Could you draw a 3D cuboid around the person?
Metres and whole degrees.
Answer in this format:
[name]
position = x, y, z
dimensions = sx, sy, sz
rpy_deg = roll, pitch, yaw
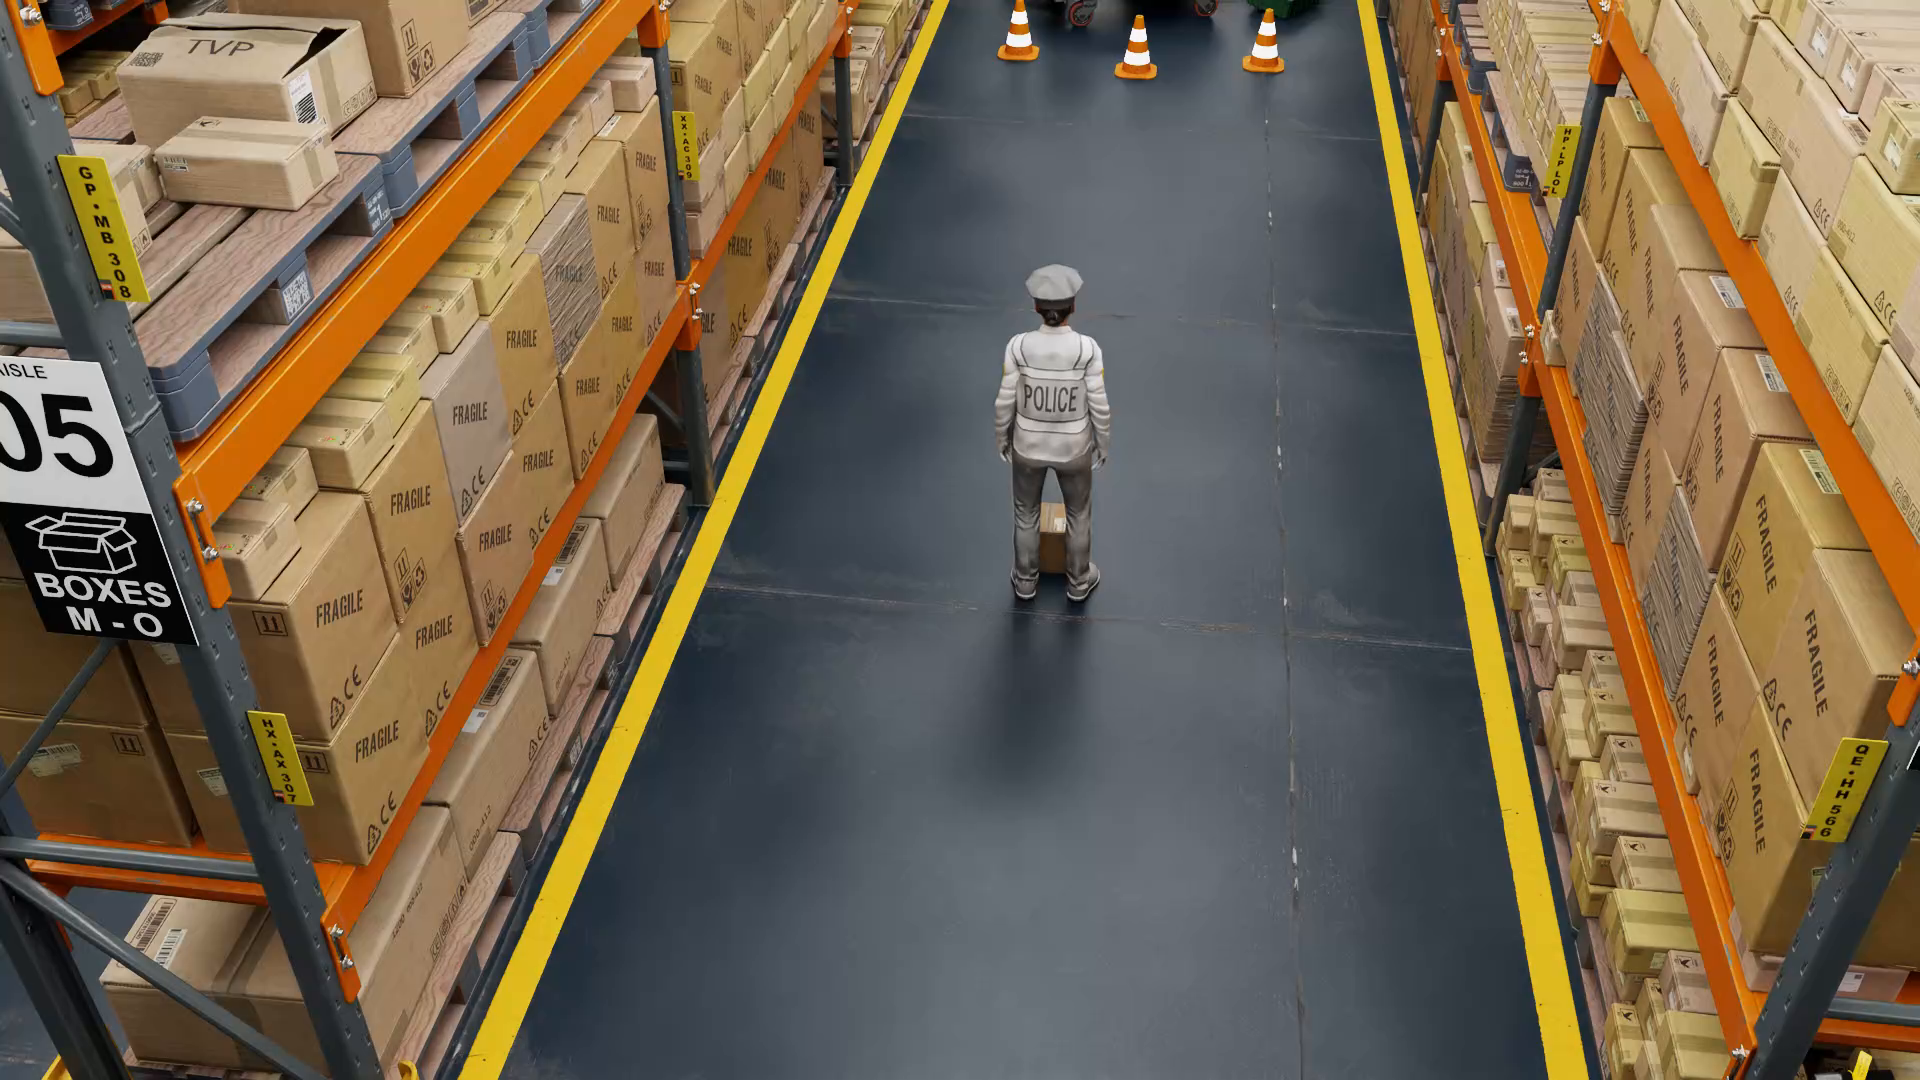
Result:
[person]
position = 0.421, -0.438, 7.630
dimensions = 0.530, 1.663, 0.371
rpy_deg = 5, 37, 6
